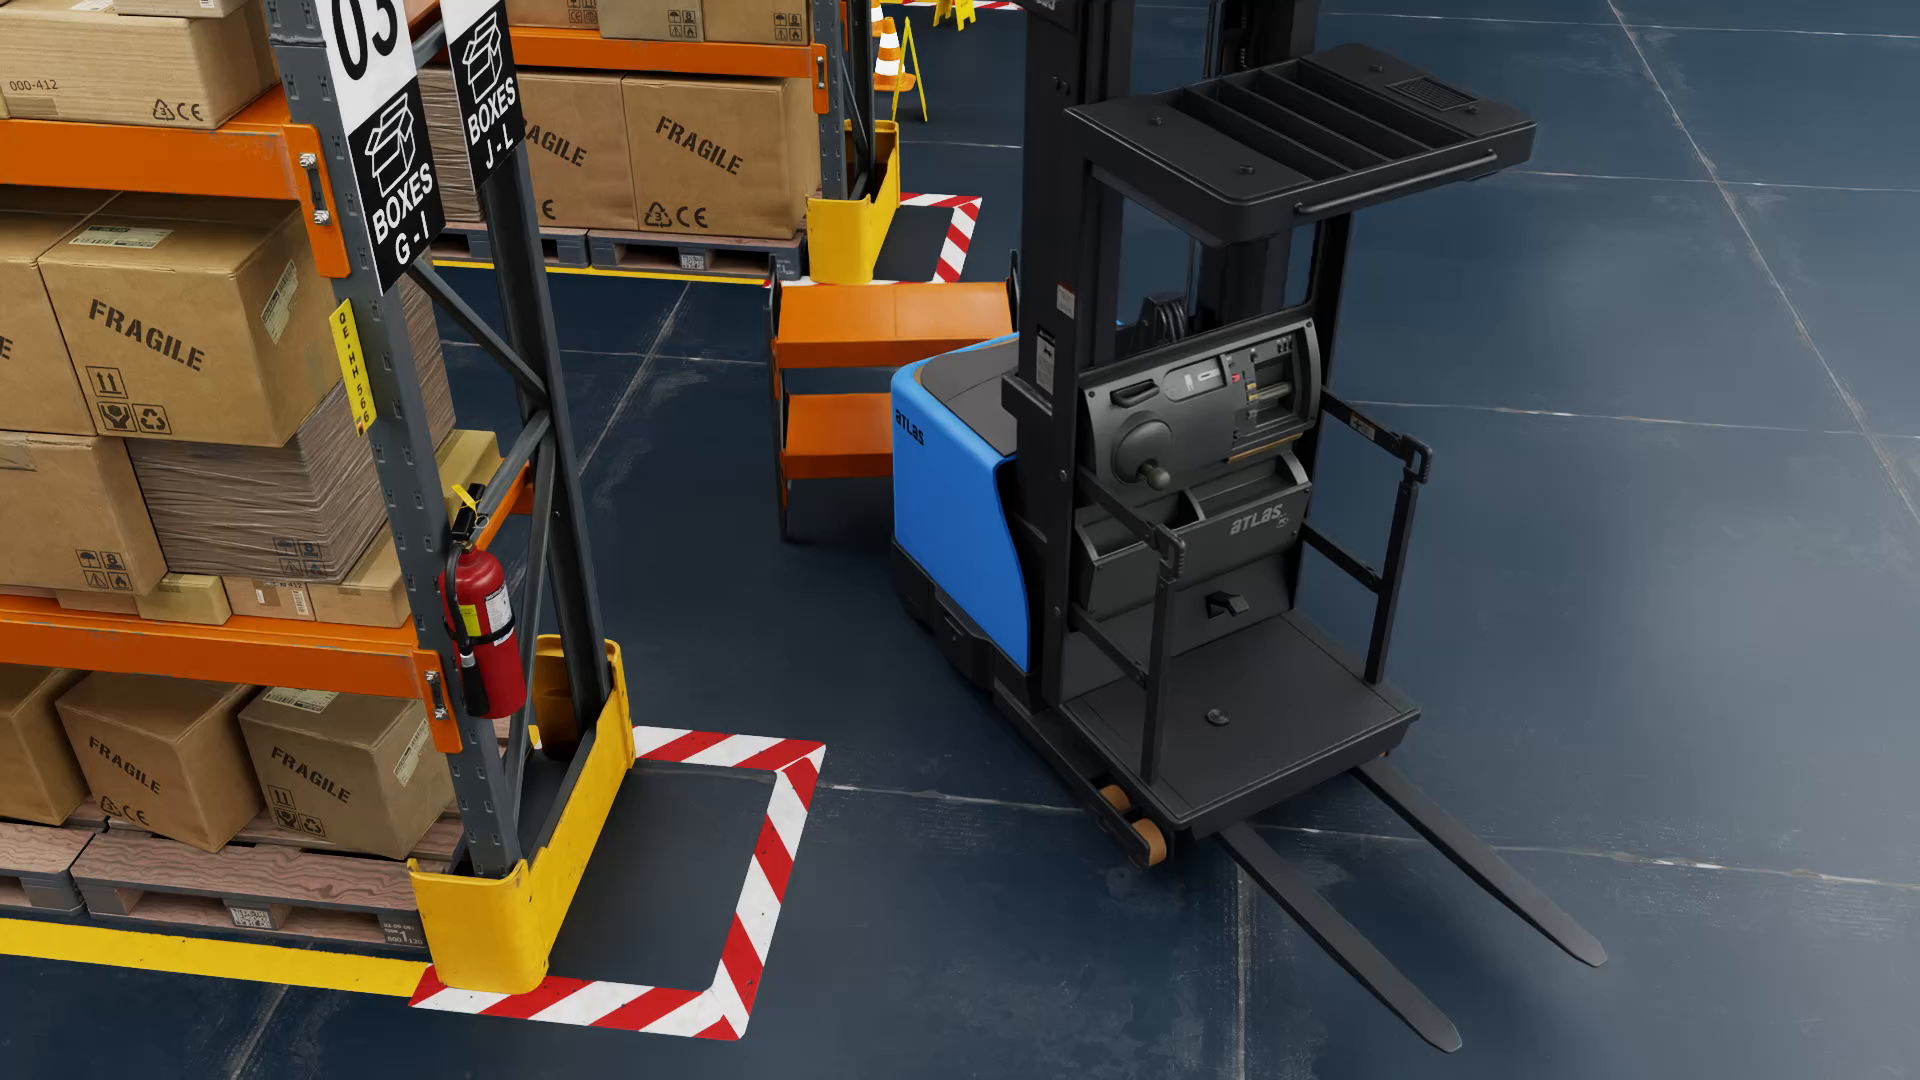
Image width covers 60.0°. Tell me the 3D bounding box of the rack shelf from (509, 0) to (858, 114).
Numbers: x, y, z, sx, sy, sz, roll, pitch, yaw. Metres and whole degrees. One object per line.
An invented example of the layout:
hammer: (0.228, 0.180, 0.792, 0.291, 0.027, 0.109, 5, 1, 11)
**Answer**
rack shelf: (-2.609, -2.832, 9.256, 4.000, 0.370, 1.077, 4, 36, 6)

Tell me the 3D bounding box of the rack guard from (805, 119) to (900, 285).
rack guard: (-0.601, -1.958, 9.563, 0.348, 0.500, 1.175, 4, 36, 6)

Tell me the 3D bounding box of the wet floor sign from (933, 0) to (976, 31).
wet floor sign: (-0.043, -4.248, 12.647, 0.232, 0.644, 0.267, 17, 39, 22)

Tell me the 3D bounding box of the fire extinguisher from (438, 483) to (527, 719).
fire extinguisher: (-1.302, 0.179, 4.484, 0.183, 0.674, 0.296, 4, 36, 6)

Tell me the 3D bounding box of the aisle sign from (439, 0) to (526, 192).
aisle sign: (-1.258, -1.353, 4.326, 0.004, 0.787, 0.394, 4, 36, 6)

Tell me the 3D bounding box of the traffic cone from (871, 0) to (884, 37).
traffic cone: (-0.686, -4.093, 12.586, 0.334, 0.463, 0.336, 4, 36, 6)

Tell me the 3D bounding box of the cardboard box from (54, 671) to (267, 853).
cardboard box: (-2.572, 0.639, 5.562, 0.500, 0.500, 0.500, 14, 38, 18)

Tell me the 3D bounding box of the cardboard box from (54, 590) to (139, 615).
cardboard box: (-2.415, 0.038, 4.831, 0.250, 0.149, 0.380, 4, 36, 6)

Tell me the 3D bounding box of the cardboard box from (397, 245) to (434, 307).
cardboard box: (-1.868, -0.893, 4.717, 0.500, 0.500, 0.500, 4, 36, 6)

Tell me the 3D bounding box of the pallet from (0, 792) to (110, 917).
pallet: (-3.440, 0.830, 5.905, 1.213, 0.211, 1.003, 4, 36, 6)

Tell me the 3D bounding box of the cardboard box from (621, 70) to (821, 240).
cardboard box: (-1.306, -2.296, 9.352, 0.875, 0.875, 0.875, 4, 36, 6)

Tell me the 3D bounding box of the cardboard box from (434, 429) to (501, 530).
cardboard box: (-1.609, -0.183, 5.141, 0.250, 0.149, 0.380, 4, 36, 6)

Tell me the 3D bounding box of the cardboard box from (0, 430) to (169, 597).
cardboard box: (-2.410, -0.313, 4.764, 0.500, 0.500, 0.875, 4, 36, 6)

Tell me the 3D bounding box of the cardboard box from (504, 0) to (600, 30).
cardboard box: (-2.087, -3.182, 8.997, 0.550, 0.550, 0.875, 4, 36, 6)

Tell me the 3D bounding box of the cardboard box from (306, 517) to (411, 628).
cardboard box: (-1.666, 0.073, 4.782, 0.250, 0.149, 0.380, 4, 36, 6)

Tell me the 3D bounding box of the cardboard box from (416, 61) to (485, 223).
cardboard box: (-3.083, -2.428, 9.537, 0.875, 0.875, 0.875, 5, 36, 6)

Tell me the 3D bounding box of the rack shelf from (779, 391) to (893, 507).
rack shelf: (-0.270, -0.415, 7.283, 1.000, 0.278, 0.538, -1, 36, -2)

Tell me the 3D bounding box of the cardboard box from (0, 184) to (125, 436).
cardboard box: (-2.431, -0.628, 4.345, 0.500, 0.500, 0.500, 4, 36, 6)

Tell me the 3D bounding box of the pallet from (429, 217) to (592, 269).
pallet: (-2.635, -1.948, 9.798, 1.213, 0.211, 1.003, 4, 36, 6)

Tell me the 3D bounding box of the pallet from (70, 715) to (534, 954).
pallet: (-2.234, 0.922, 5.776, 1.213, 0.211, 1.003, 4, 36, 6)

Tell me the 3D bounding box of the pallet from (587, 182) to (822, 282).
pallet: (-1.428, -1.856, 9.669, 1.213, 0.211, 1.003, 4, 36, 6)

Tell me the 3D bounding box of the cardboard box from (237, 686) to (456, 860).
cardboard box: (-1.974, 0.664, 5.528, 0.500, 0.500, 0.500, 11, 37, 15)

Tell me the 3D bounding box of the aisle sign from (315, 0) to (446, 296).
aisle sign: (-1.334, -1.008, 3.842, 0.004, 0.787, 0.394, 4, 36, 6)

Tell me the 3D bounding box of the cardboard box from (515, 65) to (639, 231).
cardboard box: (-2.179, -2.359, 9.441, 0.875, 0.875, 0.875, 4, 36, 5)

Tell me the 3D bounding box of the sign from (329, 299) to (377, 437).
sign: (-1.448, -0.409, 3.972, 0.005, 0.325, 0.100, 4, 36, 6)

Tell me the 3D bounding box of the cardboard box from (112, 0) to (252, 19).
cardboard box: (-1.672, -1.290, 3.679, 0.250, 0.149, 0.380, 4, 36, 6)

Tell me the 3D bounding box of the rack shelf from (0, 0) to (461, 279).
rack shelf: (-3.341, -1.203, 4.391, 4.000, 0.370, 1.077, 4, 36, 6)

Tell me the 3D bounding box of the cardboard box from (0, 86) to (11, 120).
cardboard box: (-2.363, -1.211, 3.912, 0.500, 0.250, 0.500, 4, 36, 6)

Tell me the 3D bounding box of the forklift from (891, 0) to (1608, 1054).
forklift: (0.912, -0.384, 5.265, 1.130, 2.935, 3.031, -19, 40, -25)

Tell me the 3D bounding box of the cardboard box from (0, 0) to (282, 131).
cardboard box: (-1.868, -1.176, 3.863, 0.500, 0.250, 0.500, 5, 36, 7)

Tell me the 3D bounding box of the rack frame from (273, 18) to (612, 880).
rack frame: (-1.357, -0.127, 4.846, 0.127, 3.000, 1.000, 4, 36, 6)

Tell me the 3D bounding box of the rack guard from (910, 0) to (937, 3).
rack guard: (-0.170, -4.825, 13.580, 0.348, 0.500, 1.175, 4, 36, 6)

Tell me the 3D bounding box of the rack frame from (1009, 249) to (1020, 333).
rack frame: (0.238, -0.626, 7.159, 0.032, 1.125, 0.500, -1, 36, -2)

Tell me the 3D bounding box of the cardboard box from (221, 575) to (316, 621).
cardboard box: (-1.914, 0.054, 4.808, 0.250, 0.149, 0.380, 4, 36, 6)

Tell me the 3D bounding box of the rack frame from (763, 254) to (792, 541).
rack frame: (-0.778, -0.601, 7.124, 0.032, 1.125, 0.500, -1, 36, -2)

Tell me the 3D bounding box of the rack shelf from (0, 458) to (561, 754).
rack shelf: (-3.341, 0.018, 5.262, 4.000, 0.370, 1.077, 4, 36, 6)

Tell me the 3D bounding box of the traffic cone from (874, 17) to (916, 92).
traffic cone: (-0.490, -3.428, 11.655, 0.334, 0.463, 0.336, 4, 36, 6)

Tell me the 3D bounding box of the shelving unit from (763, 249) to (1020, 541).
shelving unit: (-0.270, -0.614, 7.141, 1.048, 1.125, 0.538, -1, 36, -2)

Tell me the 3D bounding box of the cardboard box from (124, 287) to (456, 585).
cardboard box: (-1.899, -0.345, 4.809, 0.500, 0.500, 0.875, 4, 36, 6)

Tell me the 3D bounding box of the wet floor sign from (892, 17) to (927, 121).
wet floor sign: (-0.344, -3.158, 11.119, 0.232, 0.644, 0.267, -2, 36, -2)

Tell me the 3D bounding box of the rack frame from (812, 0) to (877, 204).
rack frame: (-0.625, -2.977, 8.840, 0.127, 3.000, 1.000, 4, 36, 6)

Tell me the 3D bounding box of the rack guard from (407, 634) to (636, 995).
rack guard: (-1.433, 0.885, 5.580, 0.348, 0.500, 1.175, 4, 36, 6)

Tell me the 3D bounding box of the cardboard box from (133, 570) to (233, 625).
cardboard box: (-2.169, 0.066, 4.792, 0.250, 0.149, 0.380, 4, 36, 6)

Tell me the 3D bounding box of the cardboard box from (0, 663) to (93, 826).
cardboard box: (-3.190, 0.582, 5.643, 0.500, 0.500, 0.500, 7, 36, 10)

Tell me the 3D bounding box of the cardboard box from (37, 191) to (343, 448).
cardboard box: (-1.934, -0.594, 4.297, 0.500, 0.500, 0.500, 4, 36, 6)

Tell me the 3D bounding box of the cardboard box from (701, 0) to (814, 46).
cardboard box: (-0.999, -3.040, 8.798, 0.550, 0.550, 0.875, 4, 36, 6)

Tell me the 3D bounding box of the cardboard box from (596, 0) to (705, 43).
cardboard box: (-1.547, -3.068, 8.837, 0.550, 0.550, 0.875, 4, 36, 6)

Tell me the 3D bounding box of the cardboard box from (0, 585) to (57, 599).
cardboard box: (-2.657, -0.004, 4.890, 0.250, 0.149, 0.380, 4, 36, 6)

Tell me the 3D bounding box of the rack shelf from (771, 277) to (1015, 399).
rack shelf: (-0.270, -0.852, 6.971, 1.000, 0.278, 0.538, -1, 36, -2)

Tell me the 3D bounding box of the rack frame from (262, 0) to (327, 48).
rack frame: (-1.357, -2.569, 3.103, 0.127, 3.000, 1.000, 4, 36, 6)
